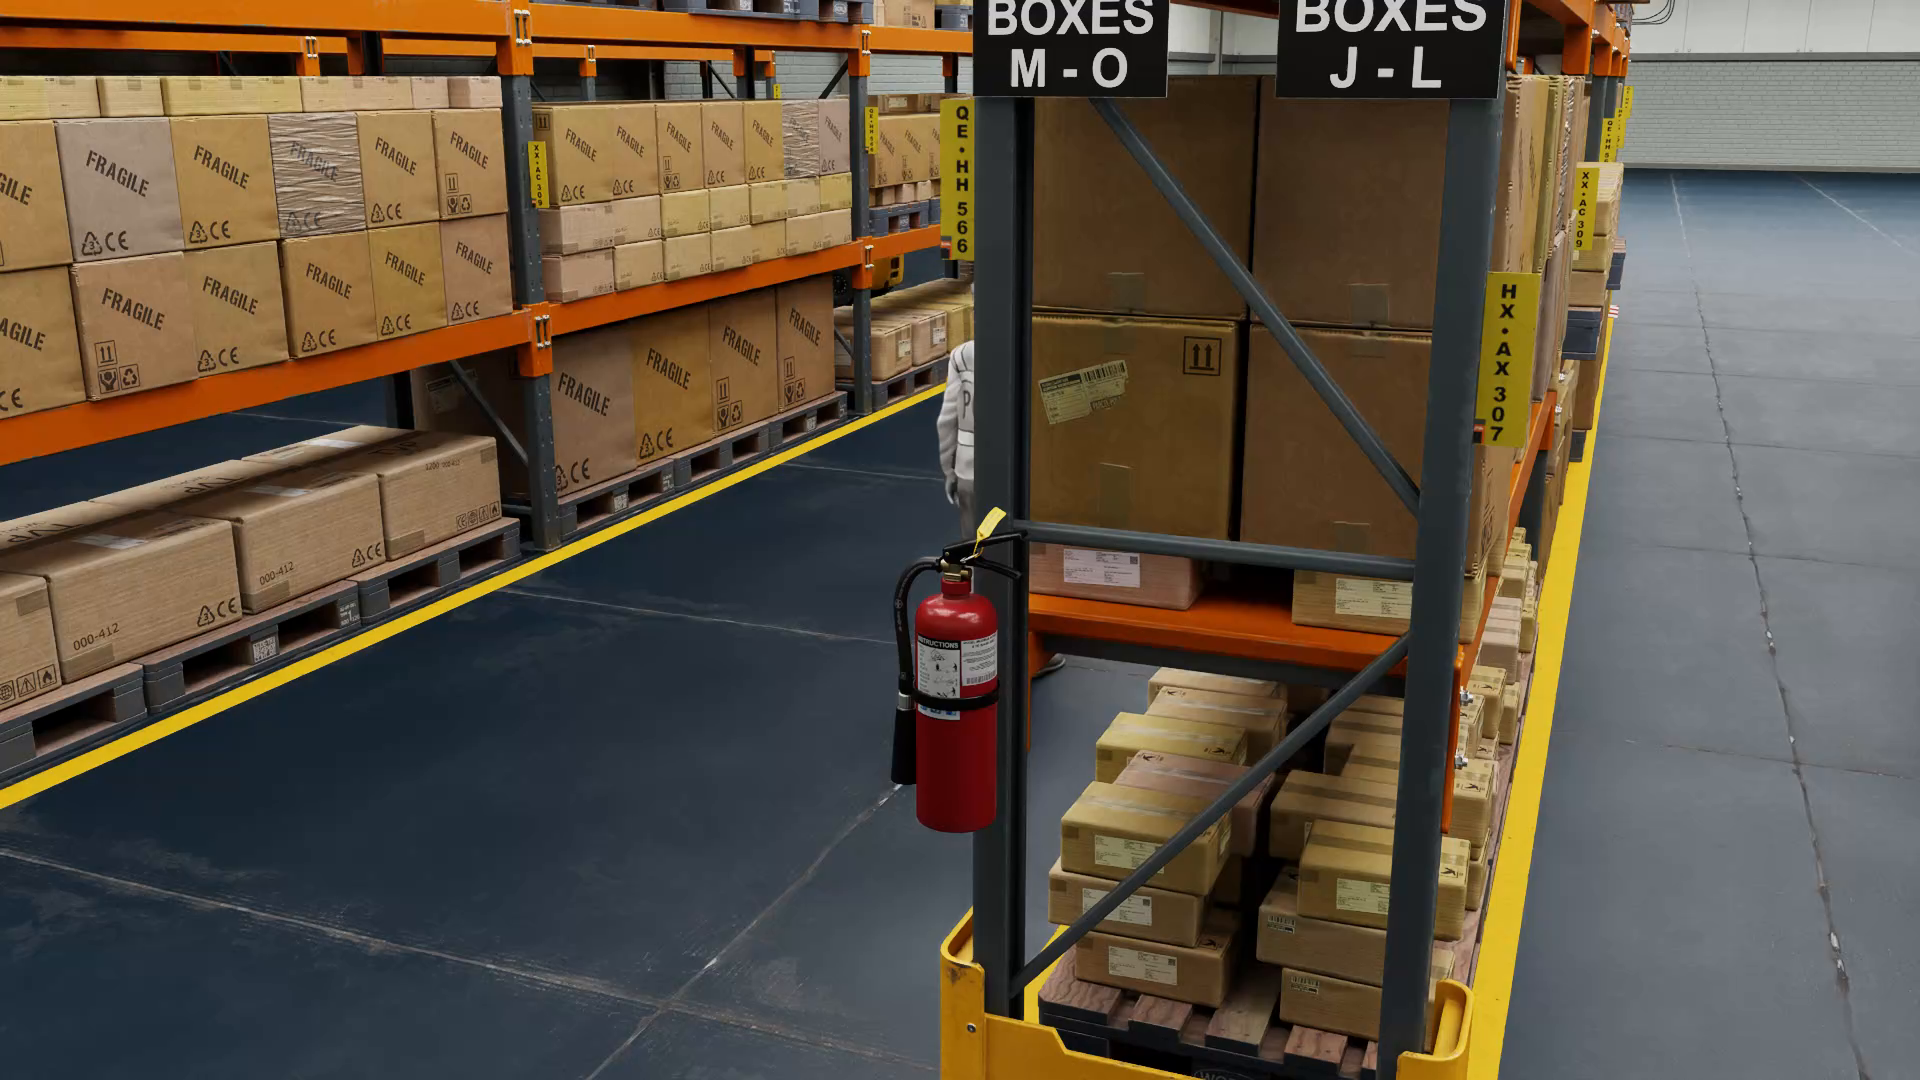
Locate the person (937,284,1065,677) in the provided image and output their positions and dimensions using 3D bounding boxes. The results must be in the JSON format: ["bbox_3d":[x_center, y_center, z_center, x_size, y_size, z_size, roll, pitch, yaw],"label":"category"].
[{"bbox_3d":[0.170,-0.252,6.928,0.524,1.662,0.373,5,16,19],"label":"person"}]
